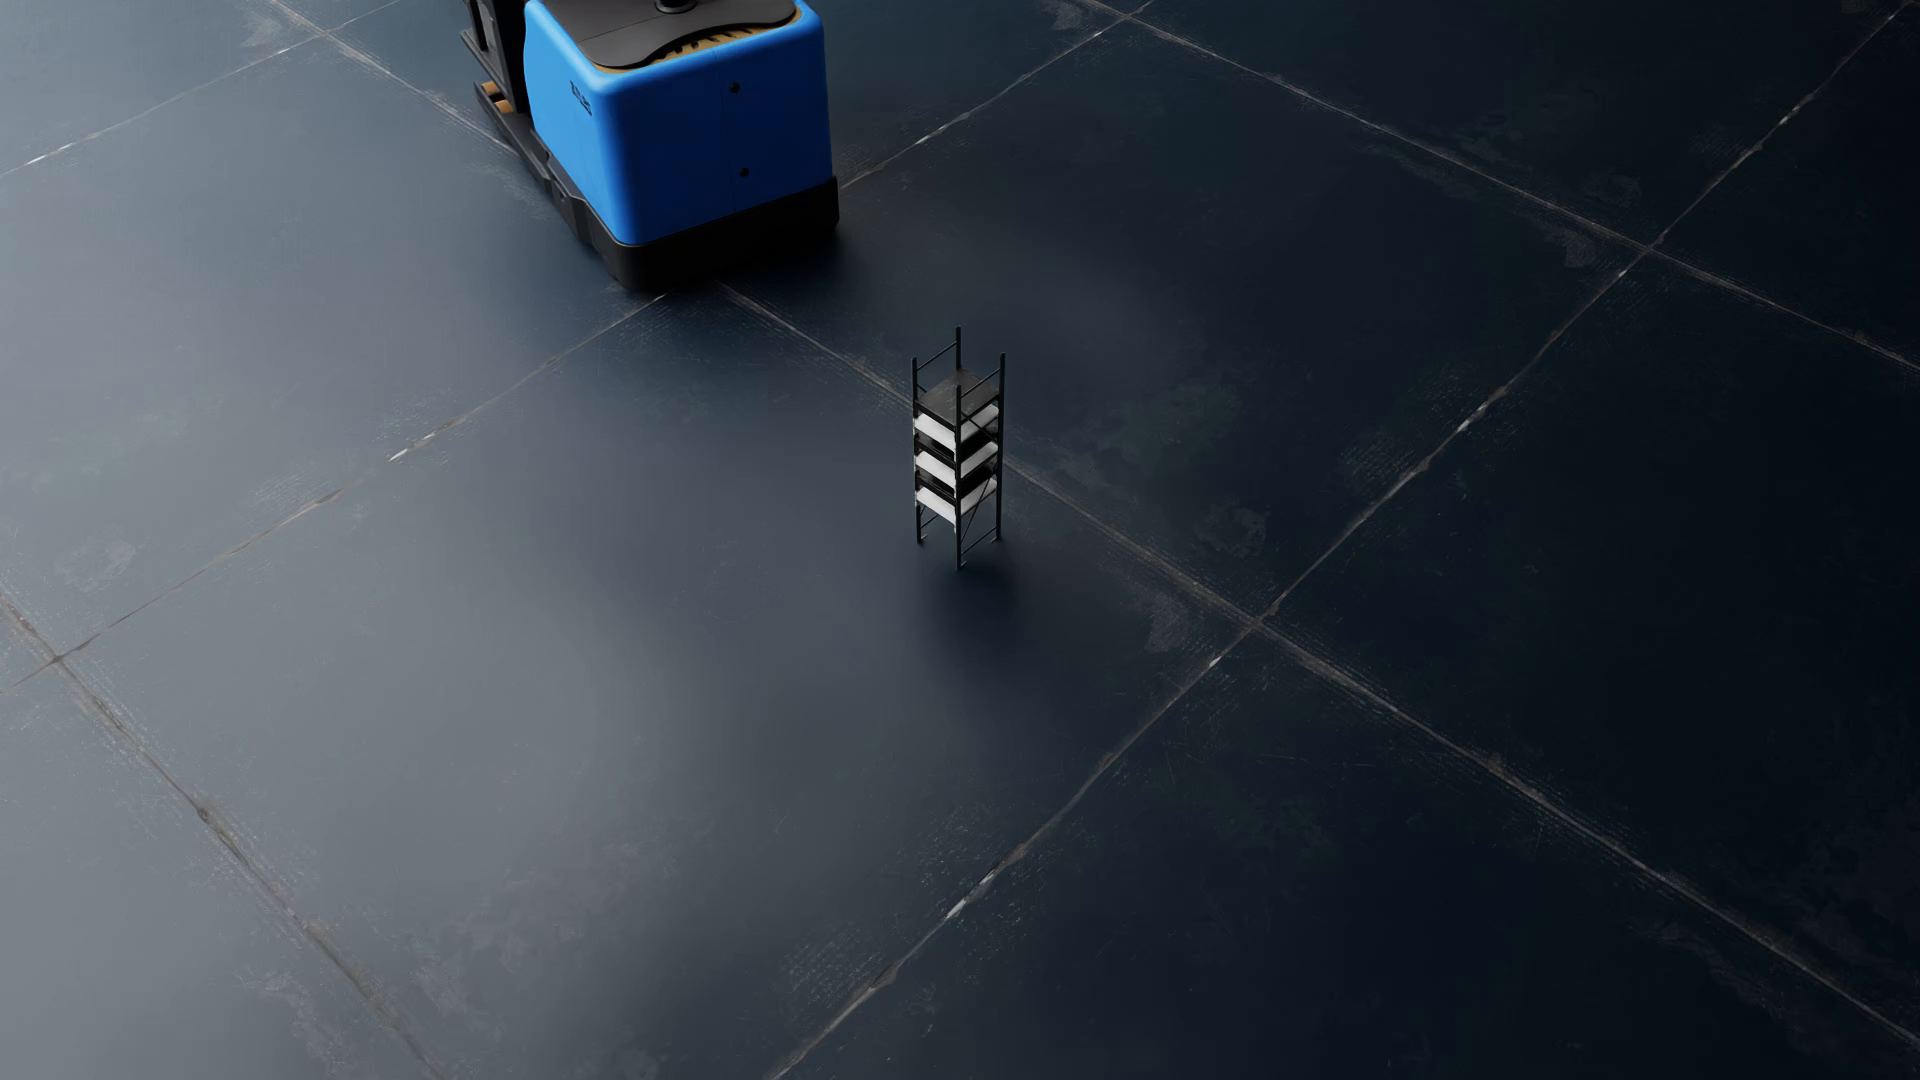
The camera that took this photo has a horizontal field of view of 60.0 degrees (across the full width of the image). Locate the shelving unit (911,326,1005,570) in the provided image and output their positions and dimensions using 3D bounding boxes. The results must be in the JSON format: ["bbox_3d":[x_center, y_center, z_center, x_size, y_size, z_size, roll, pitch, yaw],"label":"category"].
[{"bbox_3d":[-0.006,-0.312,5.926,0.210,0.900,0.258,34,55,28],"label":"shelving unit"}]

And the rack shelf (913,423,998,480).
[{"bbox_3d":[-0.006,-0.351,5.884,0.200,0.077,0.258,34,55,28],"label":"rack shelf"}]

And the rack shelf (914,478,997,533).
[{"bbox_3d":[-0.006,-0.166,6.081,0.200,0.077,0.258,34,55,28],"label":"rack shelf"}]

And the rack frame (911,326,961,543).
[{"bbox_3d":[-0.081,-0.362,5.973,0.006,0.900,0.240,34,55,28],"label":"rack frame"}]

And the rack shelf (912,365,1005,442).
[{"bbox_3d":[-0.006,-0.474,5.753,0.200,0.077,0.258,34,55,28],"label":"rack shelf"}]

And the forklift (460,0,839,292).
[{"bbox_3d":[-1.728,-3.136,7.184,1.130,2.935,3.031,-23,51,-20],"label":"forklift"}]

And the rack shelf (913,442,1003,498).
[{"bbox_3d":[-0.006,-0.289,5.950,0.200,0.077,0.258,34,55,28],"label":"rack shelf"}]

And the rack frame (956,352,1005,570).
[{"bbox_3d":[0.069,-0.262,5.879,0.006,0.900,0.240,34,55,28],"label":"rack frame"}]

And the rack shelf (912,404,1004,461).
[{"bbox_3d":[-0.006,-0.412,5.819,0.200,0.077,0.258,34,55,28],"label":"rack shelf"}]

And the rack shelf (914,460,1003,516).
[{"bbox_3d":[-0.006,-0.228,6.016,0.200,0.077,0.258,34,55,28],"label":"rack shelf"}]
